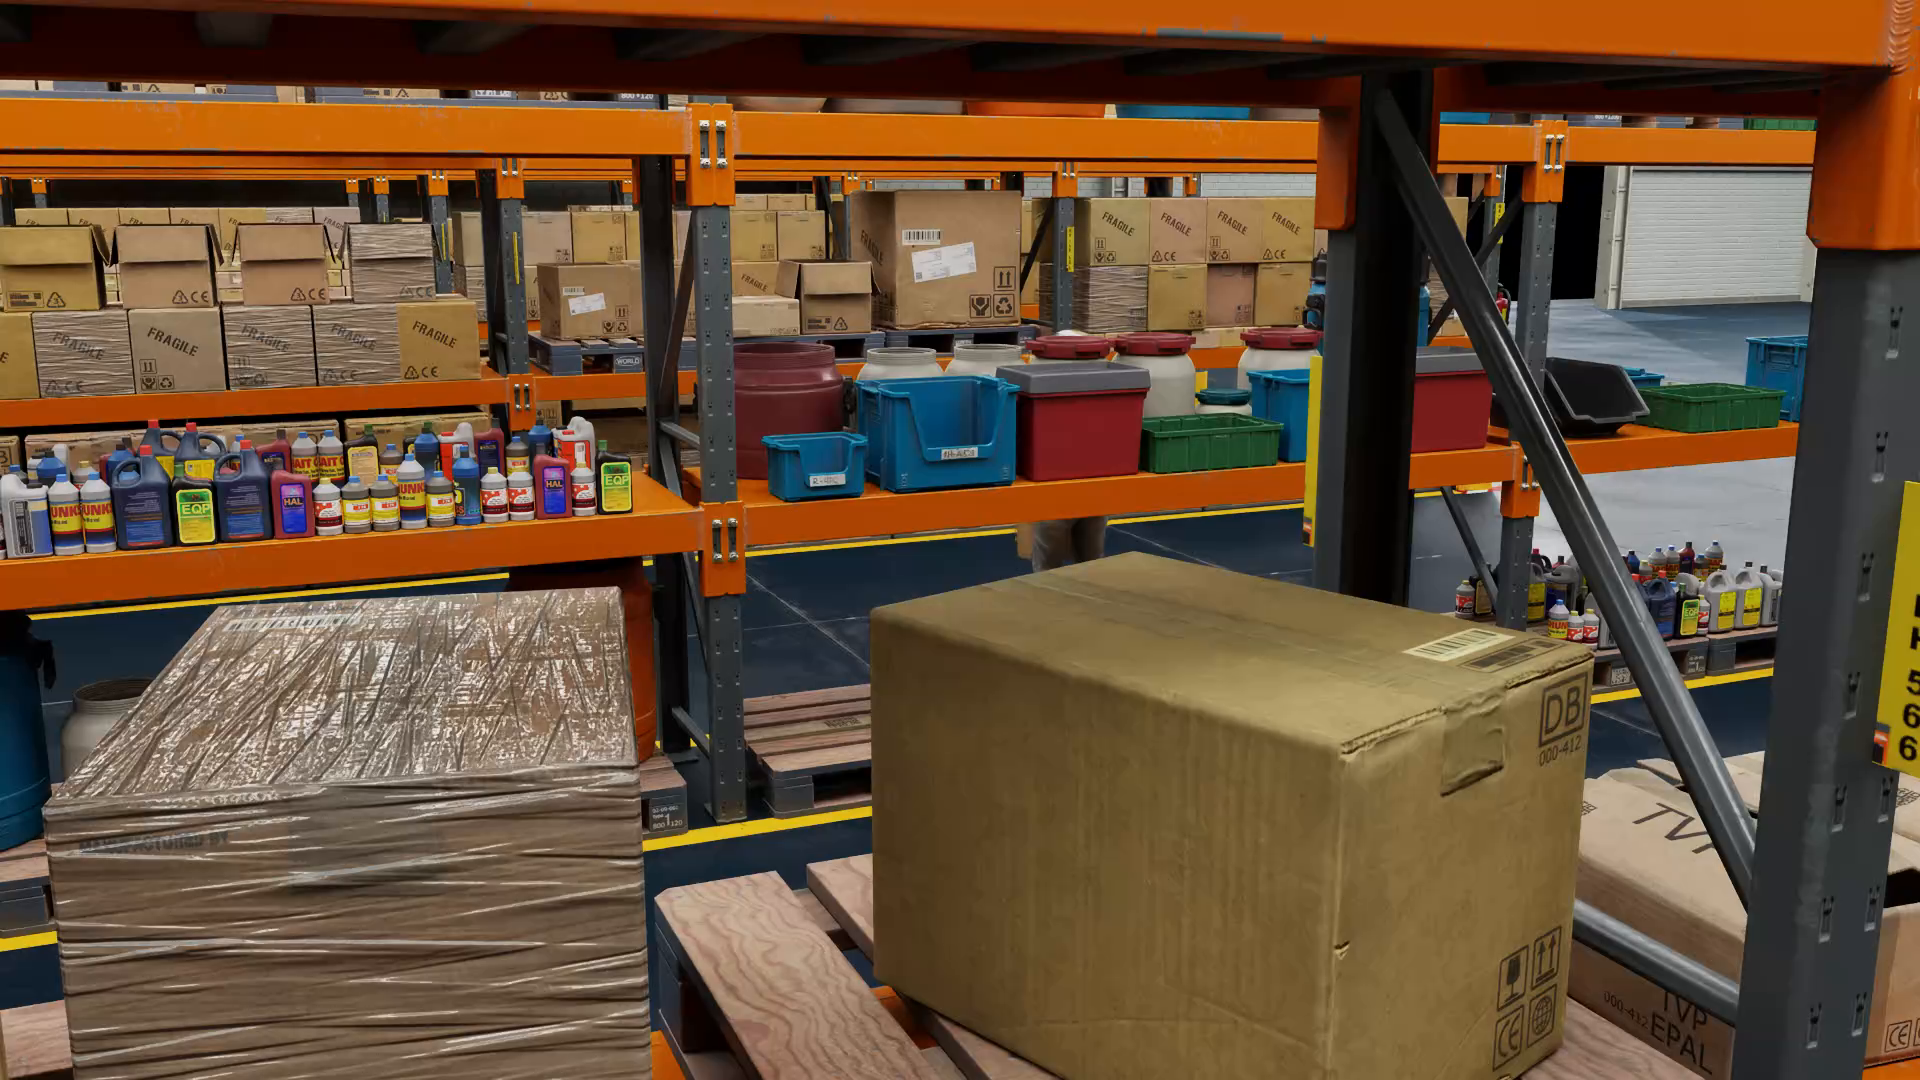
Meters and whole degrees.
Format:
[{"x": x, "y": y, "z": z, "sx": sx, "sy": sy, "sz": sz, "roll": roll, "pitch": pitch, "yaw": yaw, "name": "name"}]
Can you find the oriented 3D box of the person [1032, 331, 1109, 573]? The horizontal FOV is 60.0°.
[{"x": 0.600, "y": -0.237, "z": 9.008, "sx": 0.555, "sy": 1.775, "sz": 0.423, "roll": -5, "pitch": 13, "yaw": -24, "name": "person"}]
